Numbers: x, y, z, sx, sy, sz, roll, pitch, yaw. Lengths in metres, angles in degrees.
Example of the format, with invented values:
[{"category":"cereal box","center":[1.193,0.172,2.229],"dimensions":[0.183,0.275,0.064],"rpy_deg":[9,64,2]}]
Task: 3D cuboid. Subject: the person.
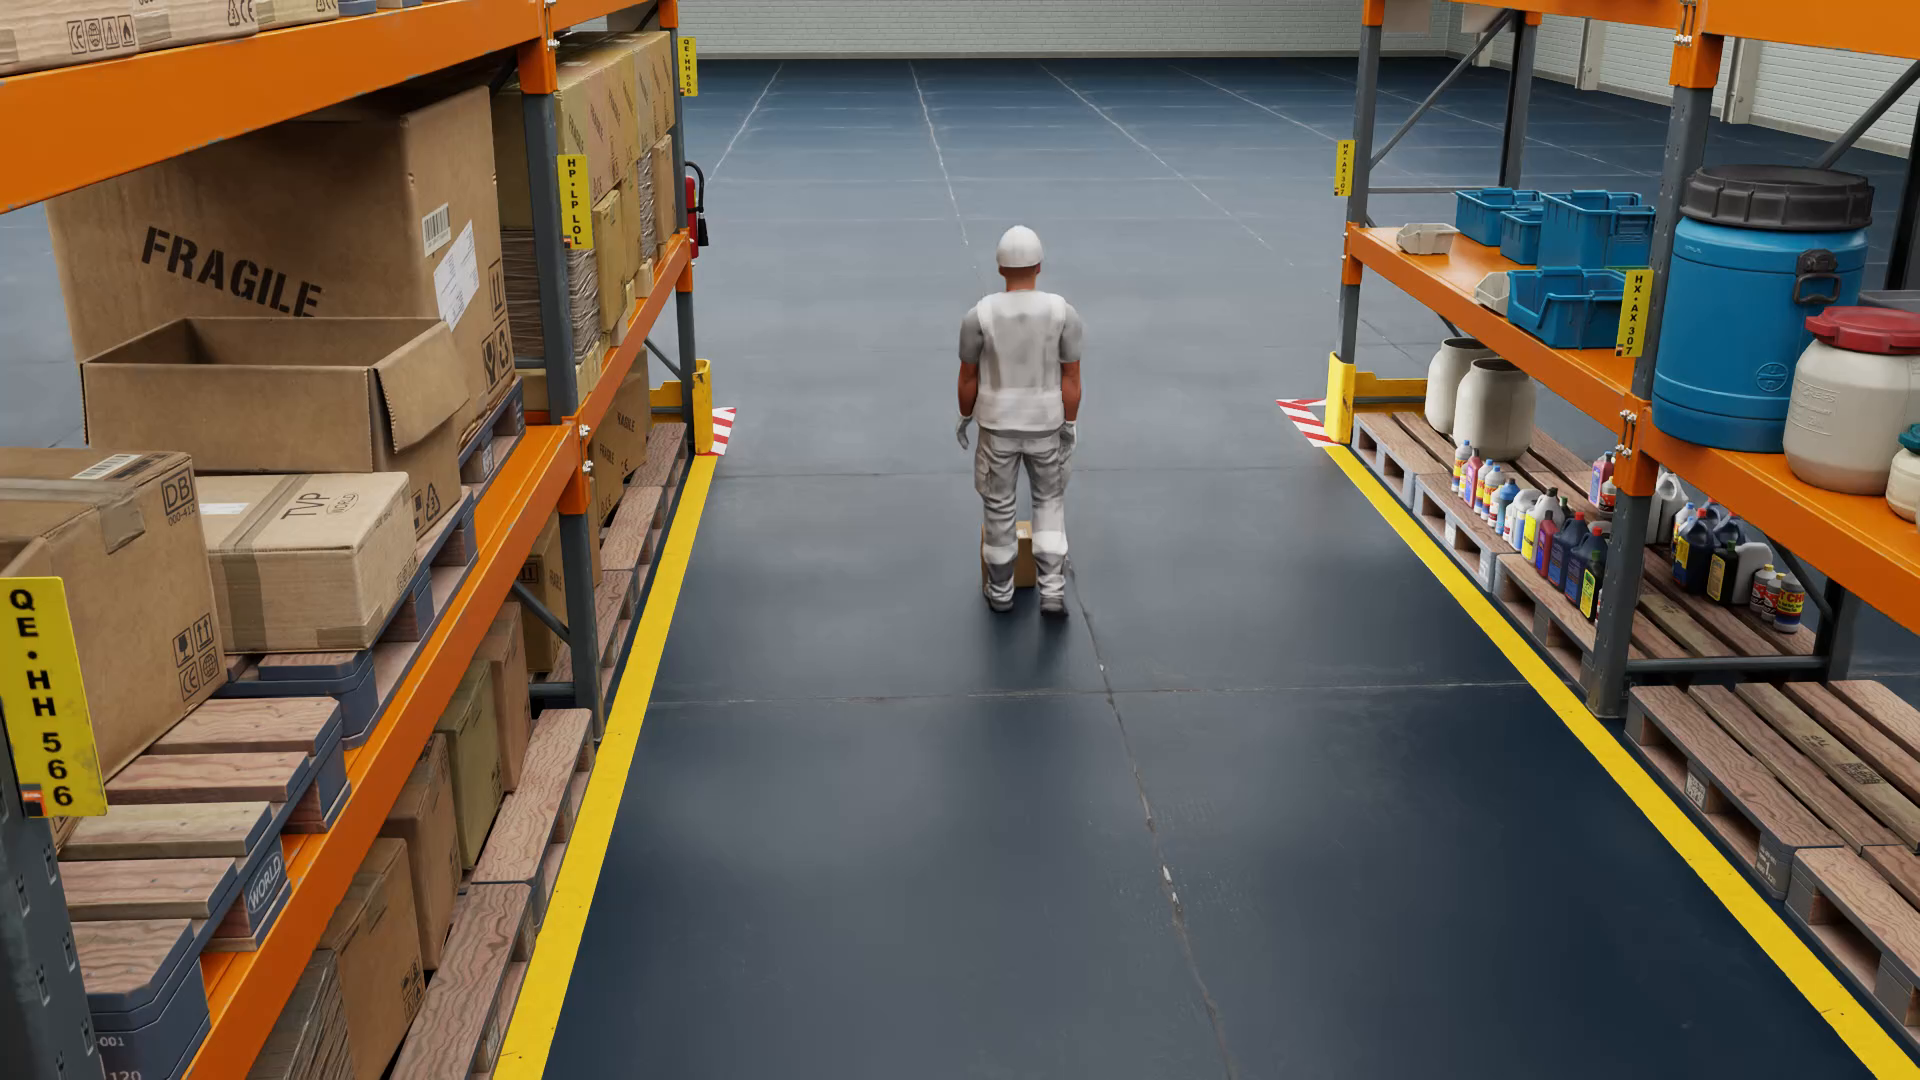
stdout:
[{"category":"person","center":[0.254,-0.505,7.428],"dimensions":[0.547,1.822,0.527],"rpy_deg":[-1,20,-2]}]
